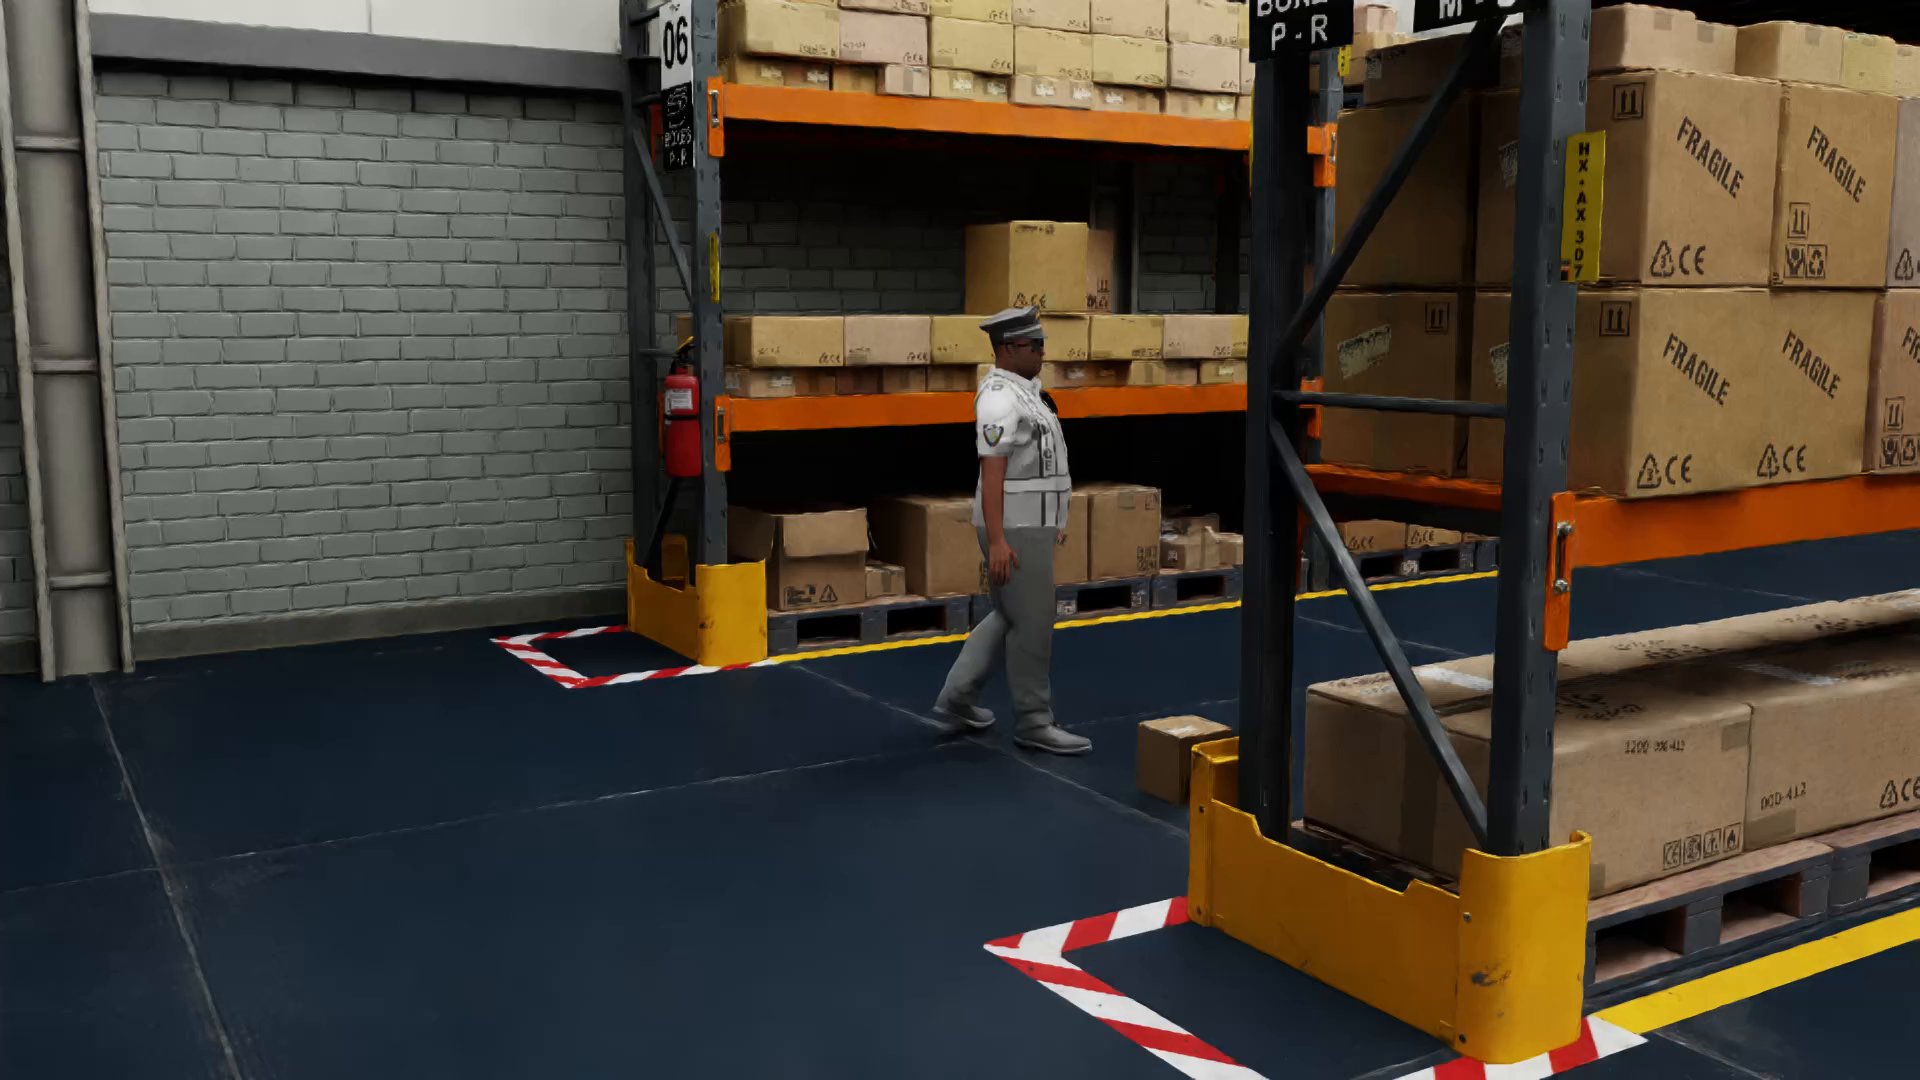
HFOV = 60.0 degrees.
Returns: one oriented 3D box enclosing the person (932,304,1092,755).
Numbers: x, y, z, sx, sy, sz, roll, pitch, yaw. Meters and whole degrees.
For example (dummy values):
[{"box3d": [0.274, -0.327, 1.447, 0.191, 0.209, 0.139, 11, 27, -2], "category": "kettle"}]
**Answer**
[{"box3d": [0.207, -0.049, 6.606, 0.662, 1.757, 0.602, 1, 8, 6], "category": "person"}]
